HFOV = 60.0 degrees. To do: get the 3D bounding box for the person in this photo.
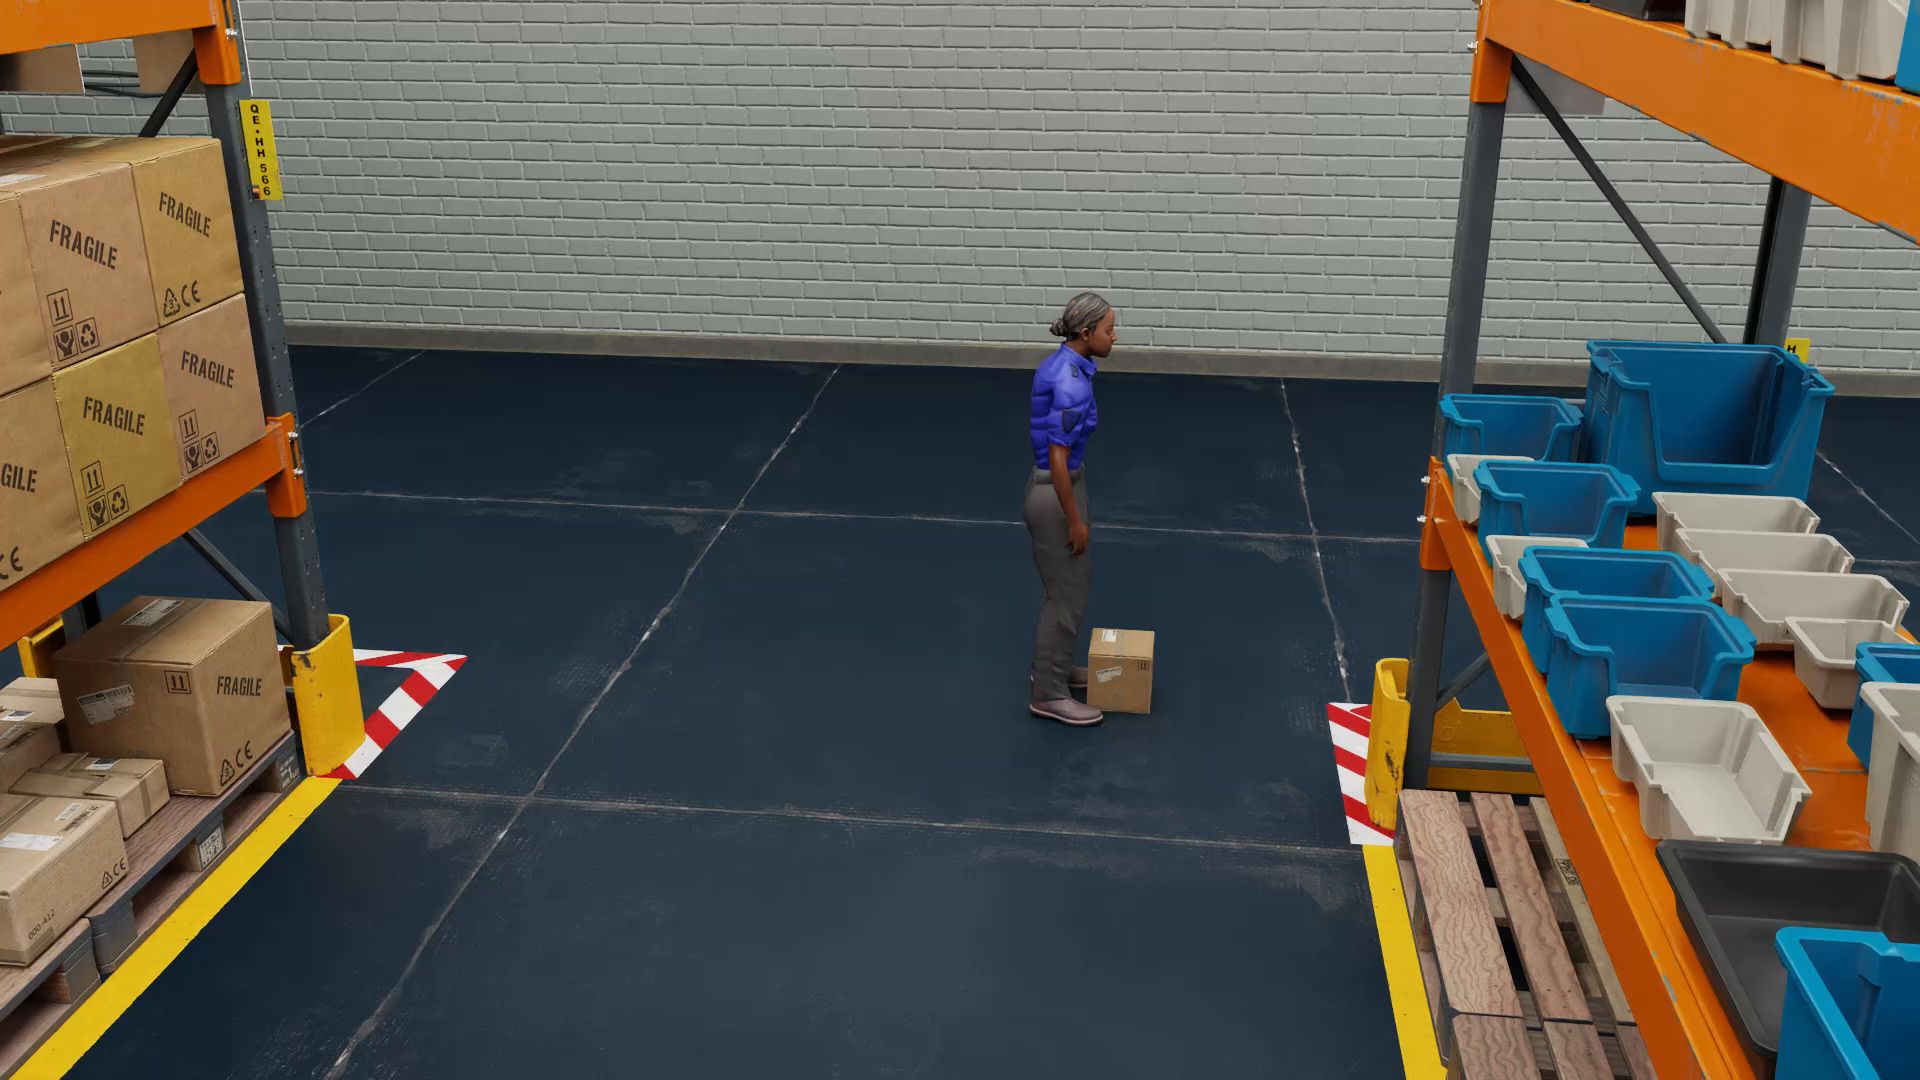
[{"bbox_3d":[0.415,-0.137,6.441,0.346,1.656,0.531,1,21,4],"label":"person"}]
